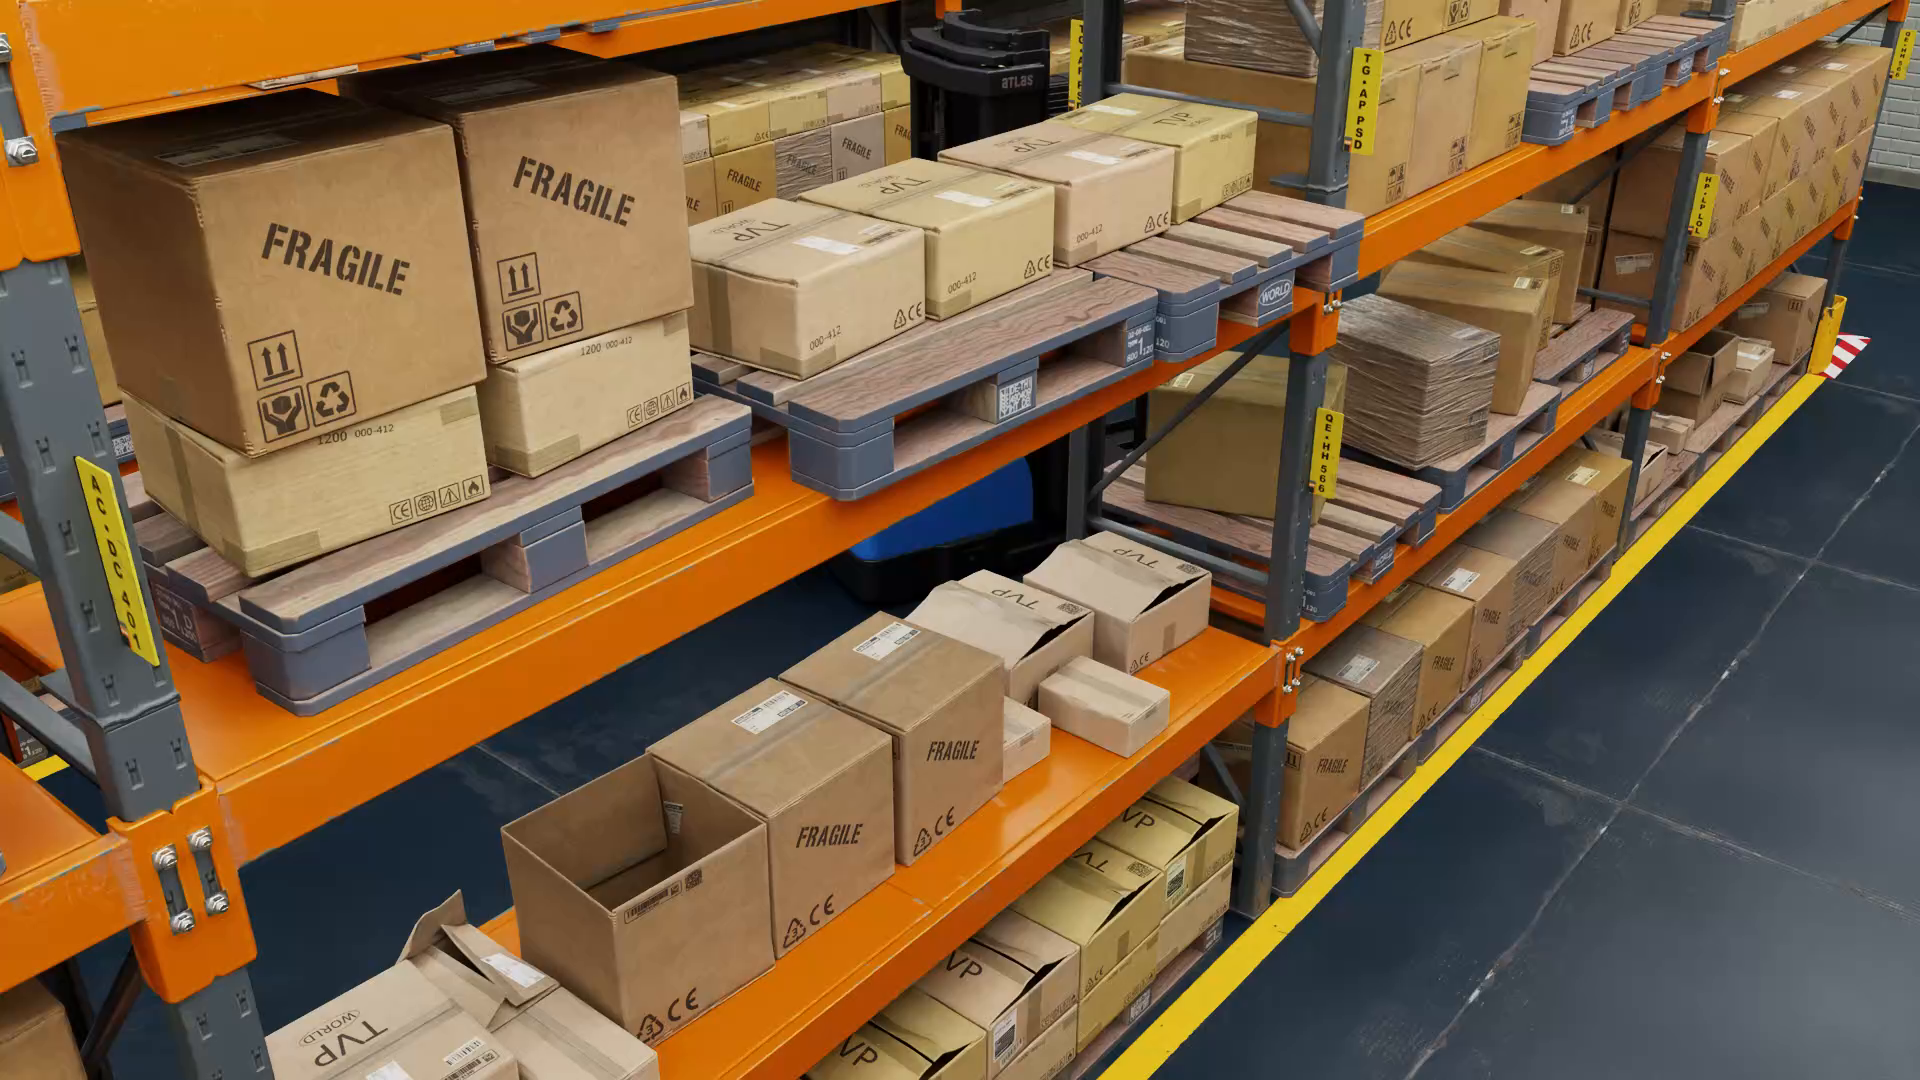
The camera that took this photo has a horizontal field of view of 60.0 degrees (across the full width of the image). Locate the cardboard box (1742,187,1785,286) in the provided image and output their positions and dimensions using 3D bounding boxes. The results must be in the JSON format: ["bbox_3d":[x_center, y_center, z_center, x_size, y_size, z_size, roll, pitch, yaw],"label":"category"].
[{"bbox_3d":[4.569,-1.870,9.992,0.500,0.500,0.500,21,34,34],"label":"cardboard box"}]

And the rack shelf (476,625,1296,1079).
[{"bbox_3d":[-0.425,1.081,5.179,1.077,0.370,4.000,21,34,34],"label":"rack shelf"}]

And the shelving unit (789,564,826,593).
[{"bbox_3d":[-1.159,-0.177,8.896,0.189,1.200,0.258,-44,40,-7],"label":"shelving unit"}]

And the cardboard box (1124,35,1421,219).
[{"bbox_3d":[1.099,-1.489,5.990,0.910,0.500,0.500,21,34,34],"label":"cardboard box"}]

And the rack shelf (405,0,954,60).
[{"bbox_3d":[-1.705,-3.116,10.027,1.077,0.370,4.000,21,34,34],"label":"rack shelf"}]

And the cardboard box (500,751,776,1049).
[{"bbox_3d":[-0.861,0.972,4.498,0.500,0.500,0.500,24,36,38],"label":"cardboard box"}]

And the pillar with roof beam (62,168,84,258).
[{"bbox_3d":[-1.150,-2.592,4.967,9.100,9.000,0.400,21,34,34],"label":"pillar with roof beam"}]

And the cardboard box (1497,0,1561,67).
[{"bbox_3d":[2.168,-2.343,7.075,0.600,0.600,0.600,19,33,33],"label":"cardboard box"}]

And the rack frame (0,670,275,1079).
[{"bbox_3d":[-1.697,1.471,3.643,1.000,3.000,0.127,21,34,34],"label":"rack frame"}]

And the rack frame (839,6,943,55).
[{"bbox_3d":[-0.433,-2.812,11.922,1.000,3.000,0.127,21,34,34],"label":"rack frame"}]

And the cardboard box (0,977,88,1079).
[{"bbox_3d":[-1.974,1.009,3.014,0.700,0.500,0.500,21,34,35],"label":"cardboard box"}]

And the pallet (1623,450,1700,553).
[{"bbox_3d":[3.829,-0.370,10.236,1.003,0.211,1.213,21,34,34],"label":"pallet"}]

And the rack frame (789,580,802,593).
[{"bbox_3d":[-1.224,-0.113,8.885,0.006,1.200,0.240,-44,40,-7],"label":"rack frame"}]

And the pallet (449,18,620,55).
[{"bbox_3d":[-2.609,-2.886,9.006,1.213,0.211,1.003,23,35,37],"label":"pallet"}]

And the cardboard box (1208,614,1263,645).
[{"bbox_3d":[1.294,0.213,7.500,0.500,0.250,0.500,22,35,36],"label":"cardboard box"}]

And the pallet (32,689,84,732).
[{"bbox_3d":[-4.252,0.552,8.454,1.003,0.211,1.213,21,34,34],"label":"pallet"}]

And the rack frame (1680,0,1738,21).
[{"bbox_3d":[3.392,-4.030,7.747,1.000,3.000,0.127,21,34,34],"label":"rack frame"}]

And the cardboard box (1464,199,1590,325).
[{"bbox_3d":[2.918,-1.494,8.808,0.700,0.500,0.500,9,29,18],"label":"cardboard box"}]

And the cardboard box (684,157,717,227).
[{"bbox_3d":[-1.814,-2.035,9.966,0.500,0.500,0.500,21,34,34],"label":"cardboard box"}]

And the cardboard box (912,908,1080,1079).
[{"bbox_3d":[0.055,1.460,5.588,0.500,0.311,0.500,20,34,34],"label":"cardboard box"}]

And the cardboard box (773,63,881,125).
[{"bbox_3d":[-0.866,-2.912,10.844,0.500,0.250,0.500,22,34,35],"label":"cardboard box"}]

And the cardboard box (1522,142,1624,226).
[{"bbox_3d":[3.513,-2.109,9.366,0.500,0.500,0.500,21,34,35],"label":"cardboard box"}]

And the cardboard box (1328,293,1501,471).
[{"bbox_3d":[1.890,-0.703,7.279,0.500,0.500,0.700,-21,34,-34],"label":"cardboard box"}]

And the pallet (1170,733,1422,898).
[{"bbox_3d":[1.351,1.037,7.515,1.003,0.211,1.213,21,34,34],"label":"pallet"}]

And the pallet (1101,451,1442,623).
[{"bbox_3d":[1.224,-0.123,6.932,1.213,0.211,1.003,21,34,34],"label":"pallet"}]

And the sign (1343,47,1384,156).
[{"bbox_3d":[1.270,-1.380,5.239,0.100,0.325,0.005,21,34,34],"label":"sign"}]

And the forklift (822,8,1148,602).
[{"bbox_3d":[0.548,-1.445,9.354,3.031,2.935,1.130,-15,31,-26],"label":"forklift"}]

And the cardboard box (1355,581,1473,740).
[{"bbox_3d":[2.009,0.526,7.711,0.500,0.500,0.500,20,34,34],"label":"cardboard box"}]

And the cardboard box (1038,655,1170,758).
[{"bbox_3d":[0.488,0.564,5.669,0.380,0.149,0.250,21,34,34],"label":"cardboard box"}]

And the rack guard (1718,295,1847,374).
[{"bbox_3d":[5.887,-1.647,12.389,1.175,0.500,0.348,21,34,34],"label":"rack guard"}]

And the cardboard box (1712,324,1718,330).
[{"bbox_3d":[5.053,-1.471,11.843,0.500,0.250,0.500,21,34,34],"label":"cardboard box"}]

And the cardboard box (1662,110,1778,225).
[{"bbox_3d":[4.236,-2.122,9.391,0.500,0.500,0.500,20,33,33],"label":"cardboard box"}]

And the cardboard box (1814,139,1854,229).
[{"bbox_3d":[5.534,-2.405,11.026,0.500,0.500,0.500,21,34,35],"label":"cardboard box"}]

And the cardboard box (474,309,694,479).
[{"bbox_3d":[-0.950,-0.393,3.686,0.500,0.250,0.500,17,32,30],"label":"cardboard box"}]

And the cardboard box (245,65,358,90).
[{"bbox_3d":[-3.227,-2.361,7.861,0.500,0.311,0.500,21,34,34],"label":"cardboard box"}]

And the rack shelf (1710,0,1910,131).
[{"bbox_3d":[4.664,-3.088,9.972,1.077,0.370,4.000,21,34,34],"label":"rack shelf"}]

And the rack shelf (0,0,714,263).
[{"bbox_3d":[-0.425,-1.406,3.892,1.077,0.370,4.000,21,34,34],"label":"rack shelf"}]

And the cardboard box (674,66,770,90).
[{"bbox_3d":[-1.569,-2.877,10.777,0.500,0.250,0.500,19,33,33],"label":"cardboard box"}]

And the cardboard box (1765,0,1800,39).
[{"bbox_3d":[4.213,-2.908,9.005,0.500,0.250,0.500,21,34,34],"label":"cardboard box"}]

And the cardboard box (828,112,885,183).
[{"bbox_3d":[-0.849,-2.577,11.012,0.500,0.500,0.500,21,34,35],"label":"cardboard box"}]

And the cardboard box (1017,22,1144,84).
[{"bbox_3d":[0.848,-3.651,13.217,0.980,0.700,0.700,19,33,32],"label":"cardboard box"}]

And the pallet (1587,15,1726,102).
[{"bbox_3d":[2.923,-2.404,8.072,1.213,0.211,1.003,21,34,34],"label":"pallet"}]

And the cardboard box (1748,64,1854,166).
[{"bbox_3d":[5.218,-2.670,10.449,0.500,0.500,0.500,22,34,36],"label":"cardboard box"}]

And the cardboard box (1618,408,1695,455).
[{"bbox_3d":[4.368,-0.698,10.439,0.380,0.166,0.250,21,34,34],"label":"cardboard box"}]

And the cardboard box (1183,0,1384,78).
[{"bbox_3d":[1.130,-1.921,5.738,0.500,0.500,0.500,21,34,34],"label":"cardboard box"}]

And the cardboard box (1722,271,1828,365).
[{"bbox_3d":[5.780,-1.604,11.828,0.500,0.500,0.500,21,34,34],"label":"cardboard box"}]

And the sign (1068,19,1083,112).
[{"bbox_3d":[0.430,-1.669,5.884,0.100,0.325,0.005,21,34,34],"label":"sign"}]

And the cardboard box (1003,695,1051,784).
[{"bbox_3d":[0.080,0.633,5.536,0.380,0.149,0.250,24,36,38],"label":"cardboard box"}]

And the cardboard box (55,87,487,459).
[{"bbox_3d":[-1.274,-0.522,3.120,0.500,0.500,0.500,21,34,35],"label":"cardboard box"}]

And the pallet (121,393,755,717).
[{"bbox_3d":[-1.146,-0.093,3.609,0.805,0.209,1.217,19,33,32],"label":"pallet"}]

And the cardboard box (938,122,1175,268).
[{"bbox_3d":[0.283,-1.031,4.921,0.500,0.250,0.500,22,34,36],"label":"cardboard box"}]

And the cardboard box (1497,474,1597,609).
[{"bbox_3d":[2.978,-0.019,8.765,0.500,0.500,0.500,21,34,35],"label":"cardboard box"}]

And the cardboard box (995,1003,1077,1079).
[{"bbox_3d":[0.054,1.706,5.723,0.500,0.250,0.500,22,34,36],"label":"cardboard box"}]

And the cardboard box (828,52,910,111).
[{"bbox_3d":[-0.533,-3.090,11.189,0.500,0.250,0.500,22,34,36],"label":"cardboard box"}]
